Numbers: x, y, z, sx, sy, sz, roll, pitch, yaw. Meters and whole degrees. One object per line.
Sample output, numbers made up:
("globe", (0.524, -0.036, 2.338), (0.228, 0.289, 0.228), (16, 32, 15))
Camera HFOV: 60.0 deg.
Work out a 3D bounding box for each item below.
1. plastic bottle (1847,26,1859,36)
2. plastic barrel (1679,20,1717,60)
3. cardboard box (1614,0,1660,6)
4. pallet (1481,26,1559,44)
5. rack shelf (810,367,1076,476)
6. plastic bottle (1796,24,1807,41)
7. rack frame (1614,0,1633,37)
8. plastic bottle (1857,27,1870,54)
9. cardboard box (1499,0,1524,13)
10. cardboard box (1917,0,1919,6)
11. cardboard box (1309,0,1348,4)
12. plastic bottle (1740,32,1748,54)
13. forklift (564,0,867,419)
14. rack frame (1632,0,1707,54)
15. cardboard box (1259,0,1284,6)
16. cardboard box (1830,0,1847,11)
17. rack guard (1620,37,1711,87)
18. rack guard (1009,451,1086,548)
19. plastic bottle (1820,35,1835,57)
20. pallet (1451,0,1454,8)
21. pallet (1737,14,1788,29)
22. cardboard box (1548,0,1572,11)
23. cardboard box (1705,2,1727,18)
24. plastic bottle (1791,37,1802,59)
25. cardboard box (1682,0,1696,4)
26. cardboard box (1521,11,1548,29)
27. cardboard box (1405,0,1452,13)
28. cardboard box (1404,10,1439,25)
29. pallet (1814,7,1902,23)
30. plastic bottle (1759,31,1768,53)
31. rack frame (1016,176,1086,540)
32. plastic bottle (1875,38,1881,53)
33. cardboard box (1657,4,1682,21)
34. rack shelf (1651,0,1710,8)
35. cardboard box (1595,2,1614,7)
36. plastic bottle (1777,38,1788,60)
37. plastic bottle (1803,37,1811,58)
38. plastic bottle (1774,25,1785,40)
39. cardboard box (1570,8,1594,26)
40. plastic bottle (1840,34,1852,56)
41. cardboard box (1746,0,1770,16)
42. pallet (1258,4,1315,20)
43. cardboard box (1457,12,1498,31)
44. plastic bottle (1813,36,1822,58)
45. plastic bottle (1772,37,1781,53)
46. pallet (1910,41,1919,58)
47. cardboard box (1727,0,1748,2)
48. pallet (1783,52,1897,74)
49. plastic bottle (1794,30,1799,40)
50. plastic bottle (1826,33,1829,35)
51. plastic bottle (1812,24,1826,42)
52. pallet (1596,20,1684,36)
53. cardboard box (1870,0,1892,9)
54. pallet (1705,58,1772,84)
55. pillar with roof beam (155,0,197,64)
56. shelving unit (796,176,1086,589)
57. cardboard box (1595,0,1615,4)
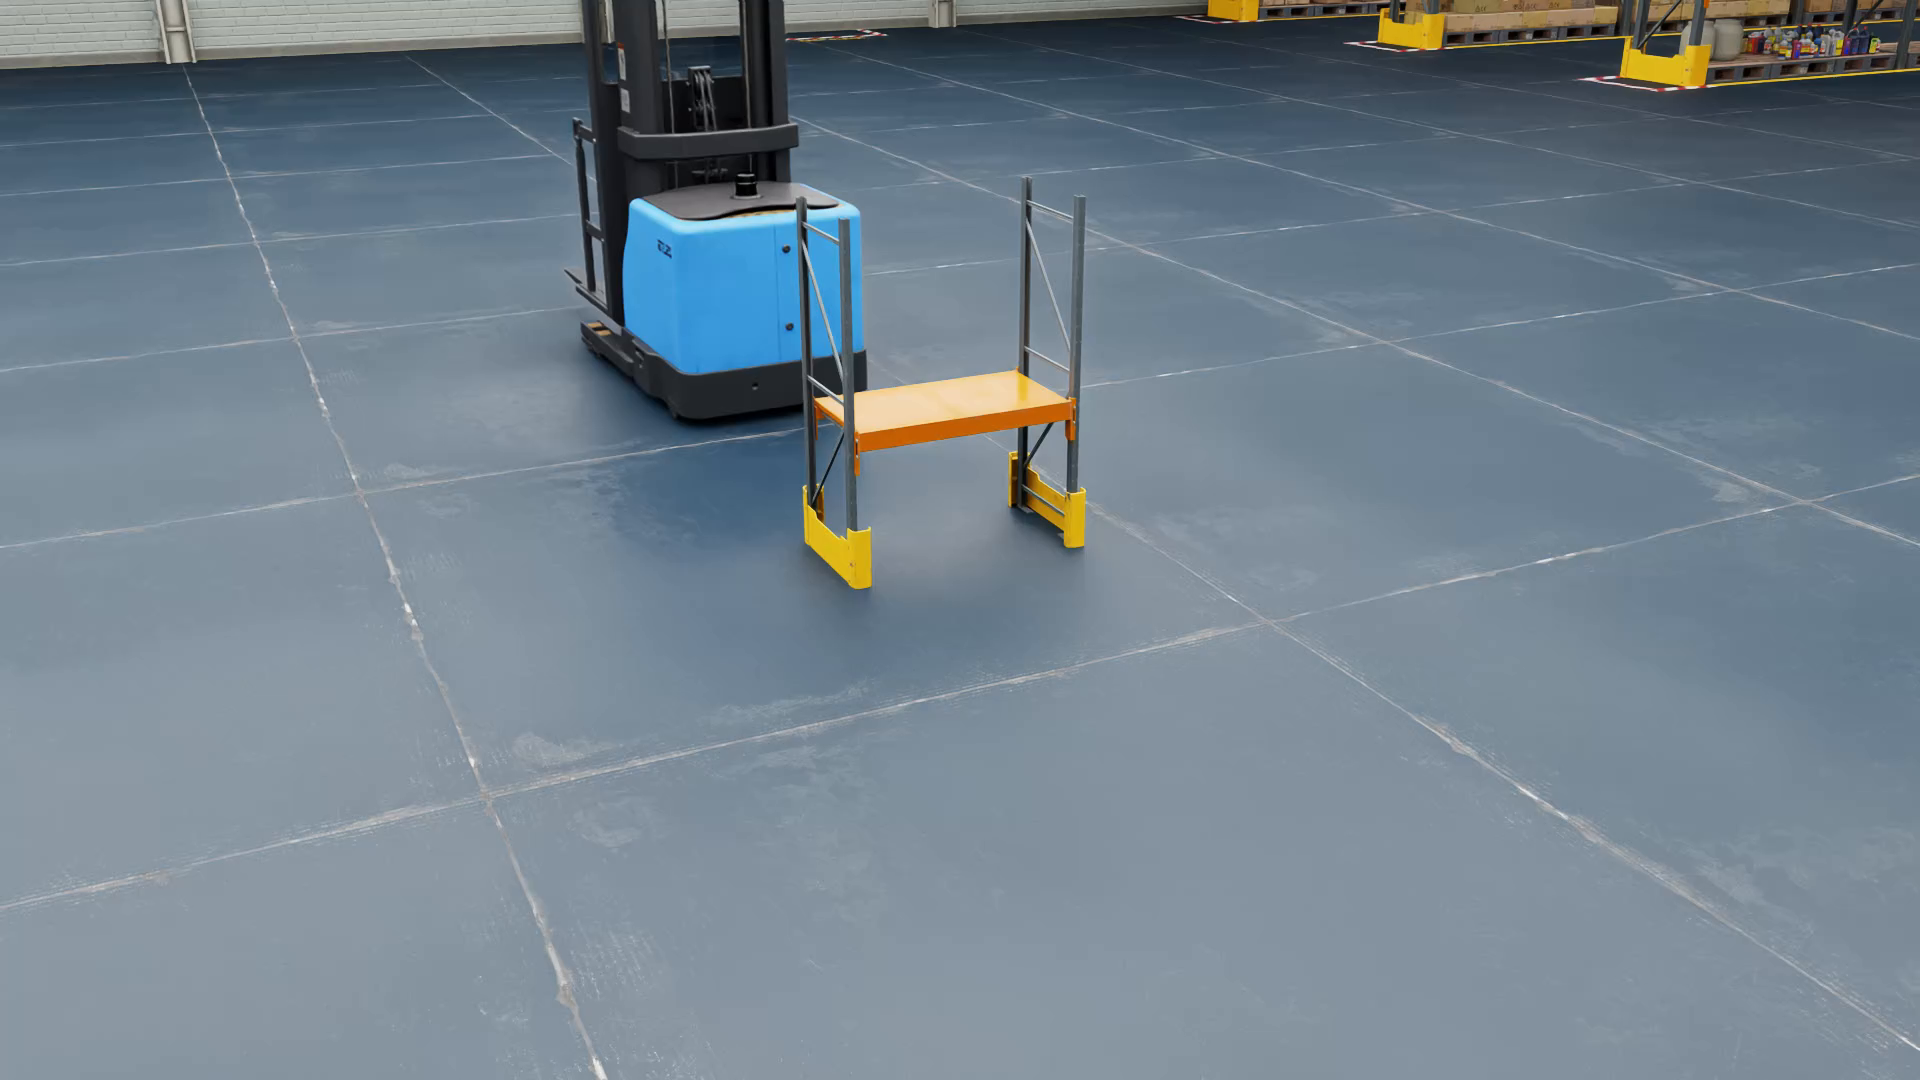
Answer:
("plastic bottle", (12.225, -6.857, 22.781), (0.185, 0.351, 0.144), (-10, 25, -24))
("plastic barrel", (9.699, -6.551, 21.857), (0.421, 0.512, 0.421), (0, 22, 0))
("cardboard box", (11.079, -8.907, 27.159), (0.500, 0.311, 0.500), (-10, 25, -23))
("pallet", (8.763, -8.132, 26.619), (1.213, 0.211, 1.003), (-10, 25, -24))
("rack shelf", (-0.077, -0.513, 6.998), (1.000, 0.185, 0.538), (-10, 25, -24))
("plastic bottle", (11.666, -6.991, 23.106), (0.185, 0.351, 0.144), (-12, 25, -26))
("rack frame", (10.598, -9.742, 26.862), (0.127, 3.000, 1.000), (-10, 25, -24))
("plastic bottle", (12.288, -6.807, 22.661), (0.185, 0.351, 0.144), (-11, 25, -25))
("cardboard box", (8.468, -8.532, 26.004), (0.500, 0.500, 0.500), (-10, 25, -24))
("cardboard box", (17.037, -9.857, 29.835), (0.500, 0.500, 0.500), (-10, 25, -23))
("cardboard box", (6.701, -10.116, 30.459), (0.500, 0.500, 0.700), (-12, 25, -27))
("plastic bottle", (10.701, -6.800, 22.732), (0.133, 0.283, 0.061), (-10, 24, -22))
("forklift", (-1.628, -2.502, 9.462), (1.130, 2.935, 3.031), (-11, 25, -25))
("rack frame", (9.139, -7.371, 21.134), (0.127, 3.000, 1.000), (-10, 25, -24))
("cardboard box", (5.505, -9.830, 30.015), (0.500, 0.311, 0.500), (-14, 26, -30))
("cardboard box", (15.206, -9.519, 29.018), (0.500, 0.500, 0.500), (-11, 25, -26))
("rack guard", (9.187, -6.244, 21.682), (0.348, 0.500, 1.175), (-10, 25, -24))
("rack guard", (0.380, -0.185, 7.371), (0.087, 0.250, 0.587), (-10, 25, -24))
("plastic bottle", (11.676, -6.662, 22.408), (0.135, 0.276, 0.152), (-10, 24, -23))
("pallet", (9.147, -10.290, 31.832), (1.213, 0.211, 1.003), (-10, 25, -24))
("pallet", (13.444, -8.994, 28.701), (1.213, 0.211, 1.003), (-10, 25, -24))
("cardboard box", (9.371, -8.696, 26.403), (0.500, 0.500, 0.500), (-10, 25, -24))
("cardboard box", (12.455, -8.902, 27.880), (0.500, 0.250, 0.500), (-10, 24, -23))
("plastic bottle", (11.120, -6.543, 22.112), (0.133, 0.283, 0.061), (-10, 25, -23))
("cardboard box", (11.998, -9.075, 27.564), (0.500, 0.311, 0.500), (-11, 25, -25))
("cardboard box", (8.926, -8.262, 26.334), (0.500, 0.250, 0.500), (-10, 25, -24))
("cardboard box", (7.348, -8.540, 26.024), (0.500, 0.500, 0.500), (-10, 25, -24))
("cardboard box", (7.349, -8.193, 26.166), (0.500, 0.250, 0.500), (-10, 25, -24))
("pallet", (15.989, -9.429, 29.752), (1.213, 0.211, 1.003), (-10, 25, -24))
("plastic bottle", (10.968, -6.827, 22.806), (0.135, 0.276, 0.152), (-11, 25, -25))
("rack frame", (0.381, -0.763, 7.133), (0.032, 1.500, 0.500), (-10, 25, -24))
("plastic bottle", (12.551, -6.777, 22.783), (0.097, 0.201, 0.097), (0, 22, 0))
("cardboard box", (11.530, -8.731, 27.467), (0.500, 0.250, 0.500), (-10, 24, -22))
("rack shelf", (10.941, -7.370, 22.073), (4.000, 0.370, 1.077), (-10, 25, -24))
("cardboard box", (10.846, -8.834, 27.715), (0.500, 0.250, 0.500), (-11, 25, -24))
("plastic bottle", (10.908, -6.507, 22.039), (0.097, 0.271, 0.097), (0, 22, 0))
("plastic bottle", (11.307, -6.580, 22.216), (0.097, 0.271, 0.097), (0, 22, 0))
("plastic bottle", (11.283, -6.921, 22.935), (0.185, 0.351, 0.144), (-11, 25, -24))
("cardboard box", (9.820, -8.434, 26.748), (0.500, 0.250, 0.500), (-10, 25, -24))
("plastic bottle", (11.986, -6.703, 22.497), (0.133, 0.283, 0.061), (-9, 24, -20))
("cardboard box", (13.371, -9.071, 28.287), (0.500, 0.250, 0.500), (-11, 25, -24))
("pallet", (5.658, -9.632, 30.242), (1.213, 0.211, 1.003), (-10, 25, -24))
("cardboard box", (8.023, -8.098, 25.938), (0.500, 0.250, 0.500), (-10, 25, -24))
("plastic bottle", (11.489, -6.614, 22.297), (0.097, 0.271, 0.097), (0, 22, 0))
("plastic bottle", (11.207, -6.787, 22.807), (0.097, 0.201, 0.097), (0, 22, 0))
("pallet", (14.535, -7.093, 24.110), (1.213, 0.211, 1.003), (-10, 25, -24))
("cardboard box", (12.916, -9.245, 27.975), (0.500, 0.311, 0.500), (-11, 25, -24))
("pallet", (12.120, -6.649, 23.036), (1.213, 0.211, 1.003), (-10, 25, -24))
("plastic bottle", (11.550, -6.917, 23.031), (0.097, 0.271, 0.097), (0, 22, 0))
("plastic bottle", (11.756, -6.722, 22.543), (0.133, 0.283, 0.061), (-10, 25, -24))
("plastic bottle", (11.898, -6.973, 23.061), (0.185, 0.351, 0.144), (-10, 25, -24))
("pallet", (11.245, -8.589, 27.723), (1.213, 0.211, 1.003), (-10, 25, -24))
("cardboard box", (16.128, -9.689, 29.428), (0.500, 0.500, 0.500), (-11, 25, -25))
("pallet", (9.921, -6.244, 22.058), (1.213, 0.211, 1.003), (-10, 25, -24))
("pillar with roof beam", (-9.254, -9.502, 18.438), (0.400, 9.000, 9.100), (-10, 25, -24))
("shelving unit", (-0.069, -0.680, 6.933), (1.083, 1.500, 0.587), (-10, 25, -24))
("cardboard box", (10.839, -9.090, 27.602), (0.500, 0.311, 0.500), (-10, 25, -24))
